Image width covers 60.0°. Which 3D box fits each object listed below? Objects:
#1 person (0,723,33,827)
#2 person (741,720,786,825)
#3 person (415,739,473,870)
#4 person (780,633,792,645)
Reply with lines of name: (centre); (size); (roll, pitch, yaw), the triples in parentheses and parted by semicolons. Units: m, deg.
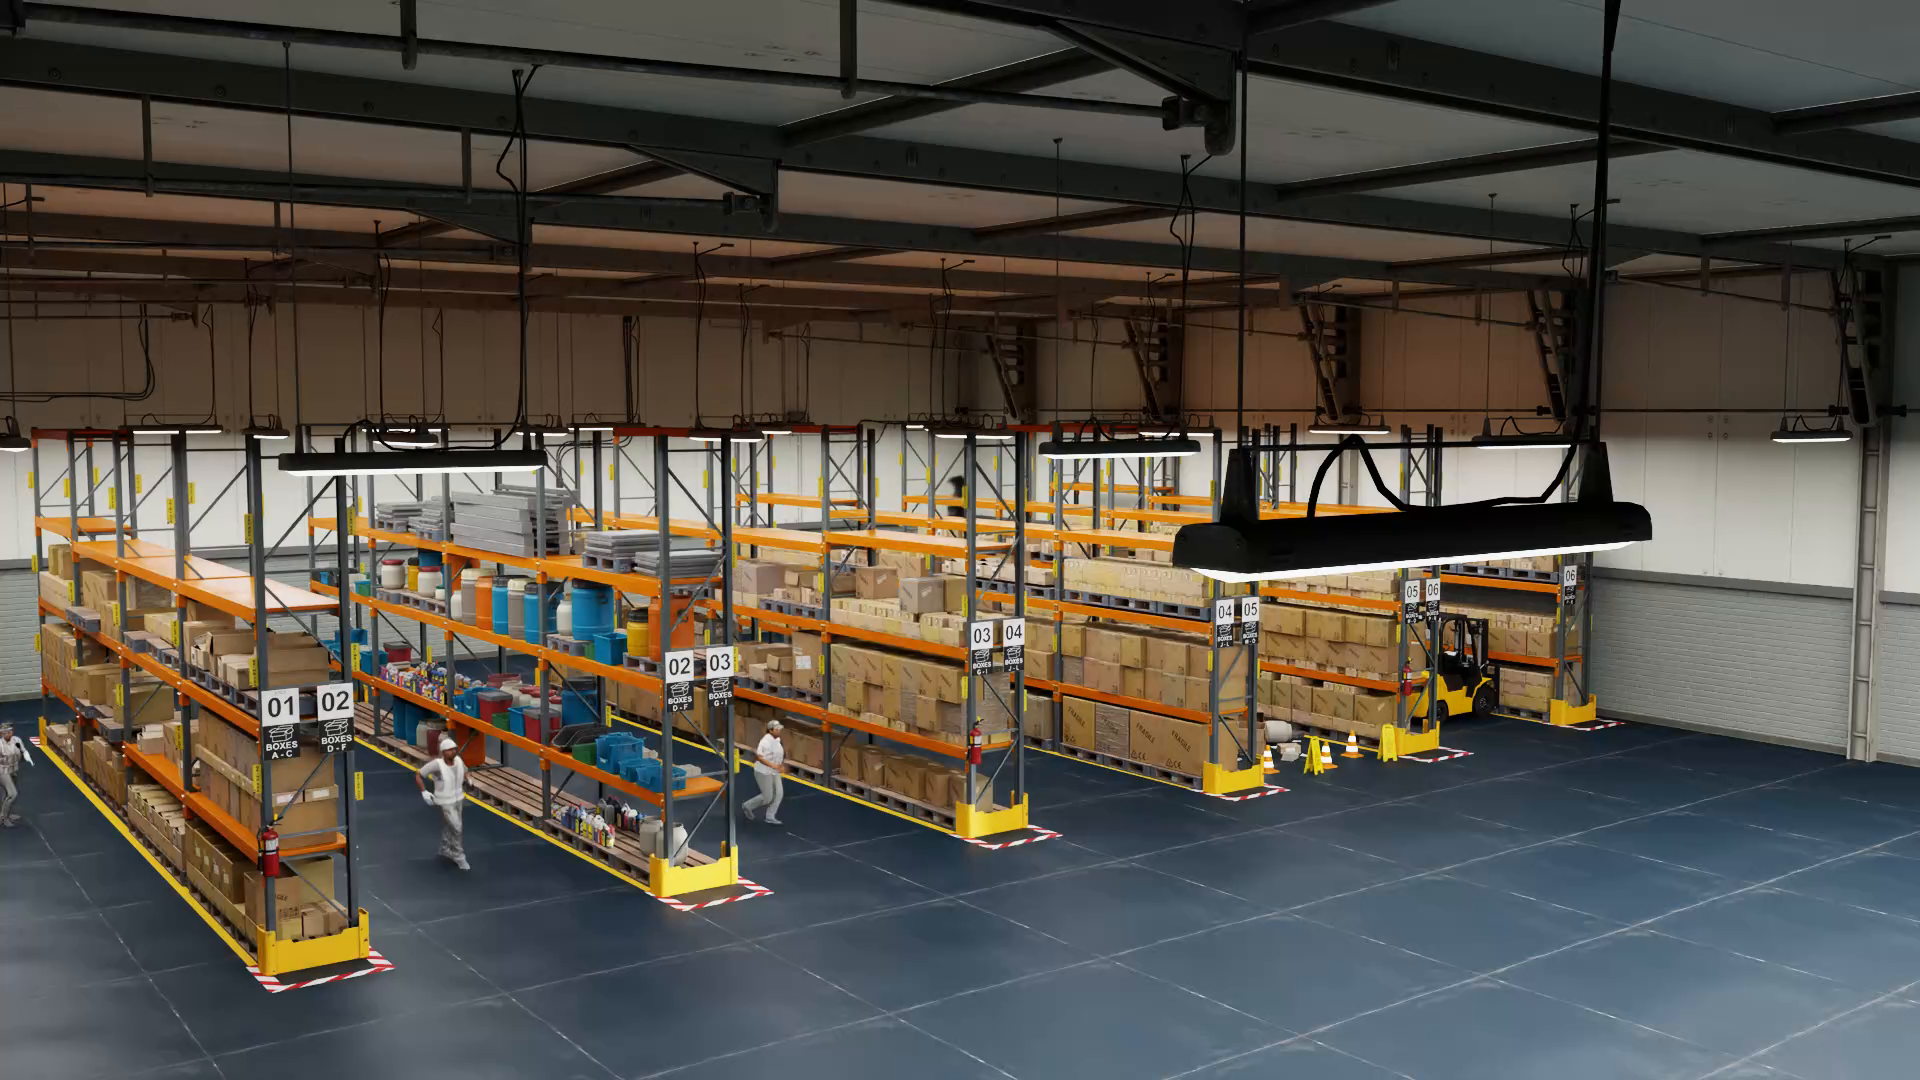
person: (-14.481, 3.571, 25.366); (0.765, 1.631, 0.609); (1, 5, 13)
person: (-2.984, 3.545, 25.429); (0.714, 1.616, 0.606); (2, 5, 24)
person: (-7.089, 3.653, 22.965); (0.719, 1.844, 0.787); (3, 5, 30)
person: (-4.200, 2.249, 41.844); (0.520, 1.562, 0.585); (1, 5, 16)
